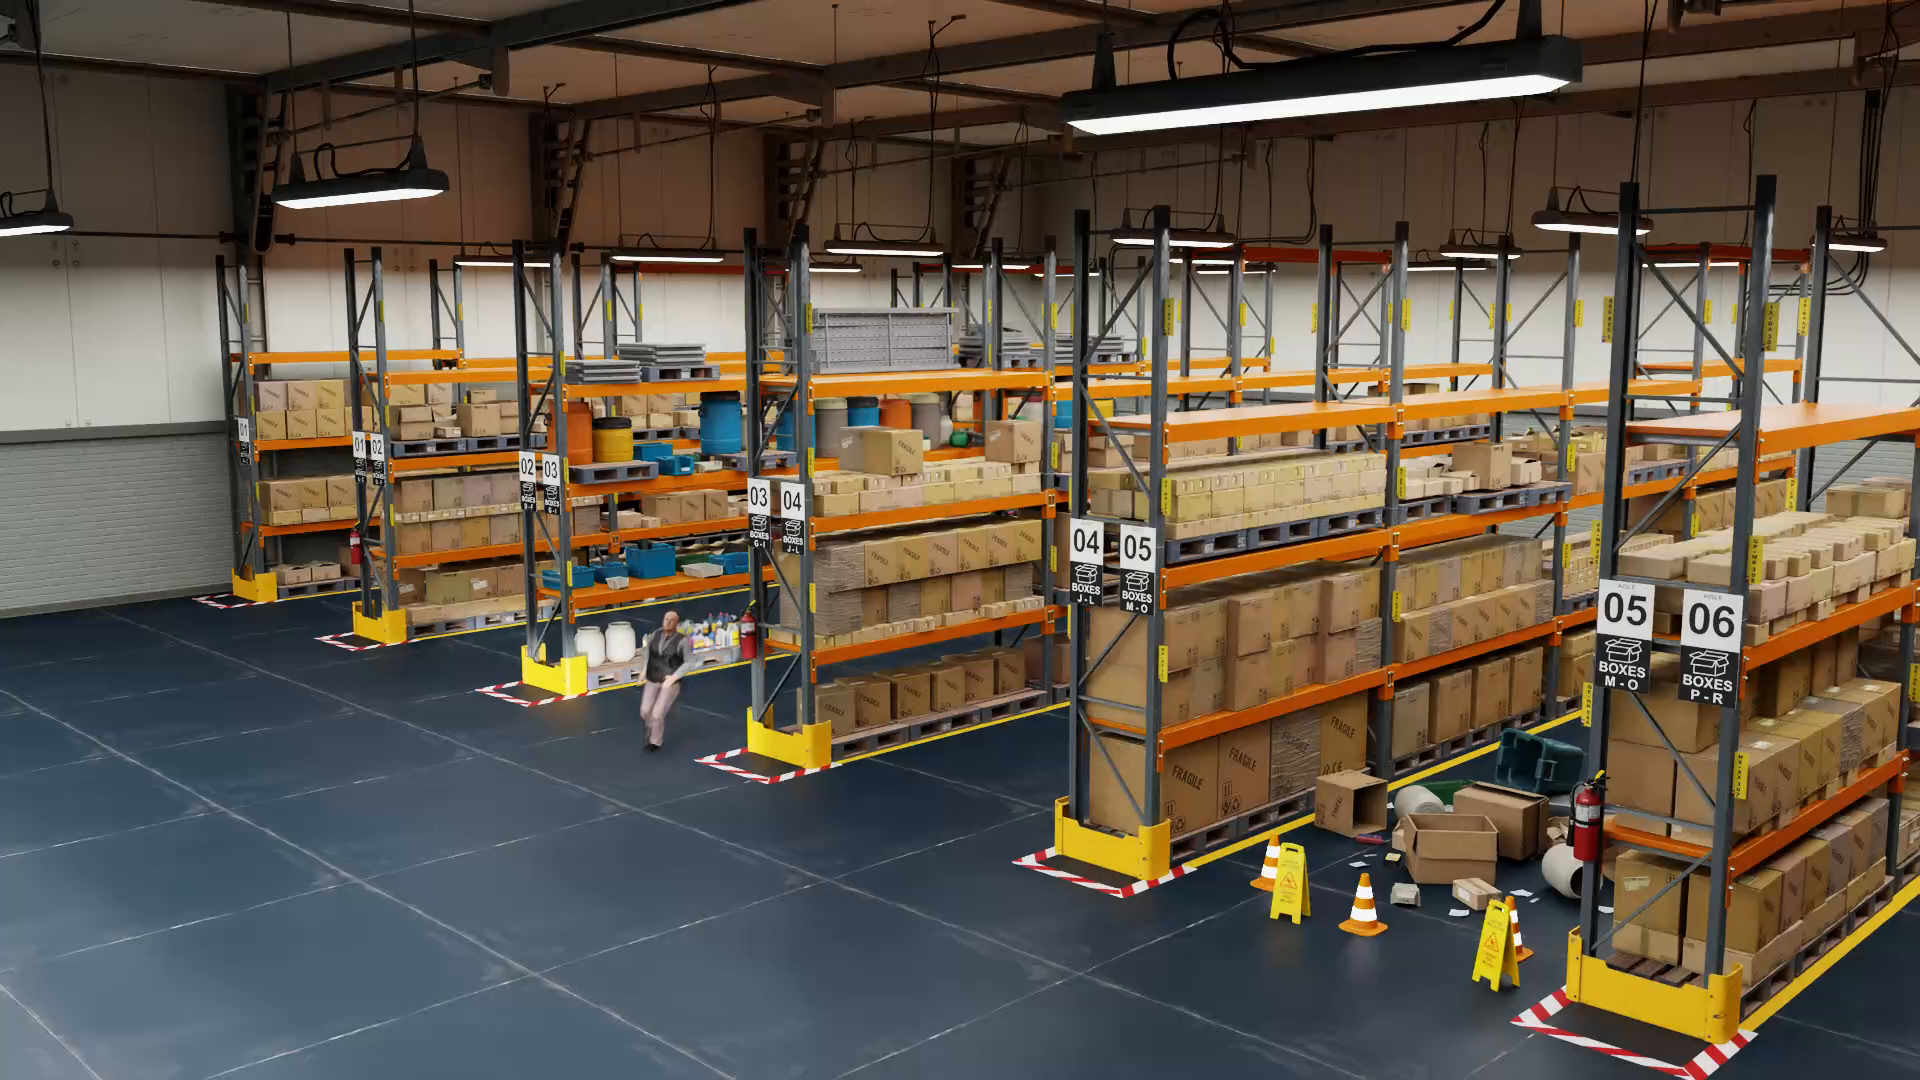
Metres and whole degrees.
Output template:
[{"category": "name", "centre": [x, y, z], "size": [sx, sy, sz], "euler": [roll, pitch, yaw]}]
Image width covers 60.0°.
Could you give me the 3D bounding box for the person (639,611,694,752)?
[{"category": "person", "centre": [-3.414, 1.647, 19.157], "size": [0.684, 1.649, 0.540], "euler": [2, 8, 13]}]
